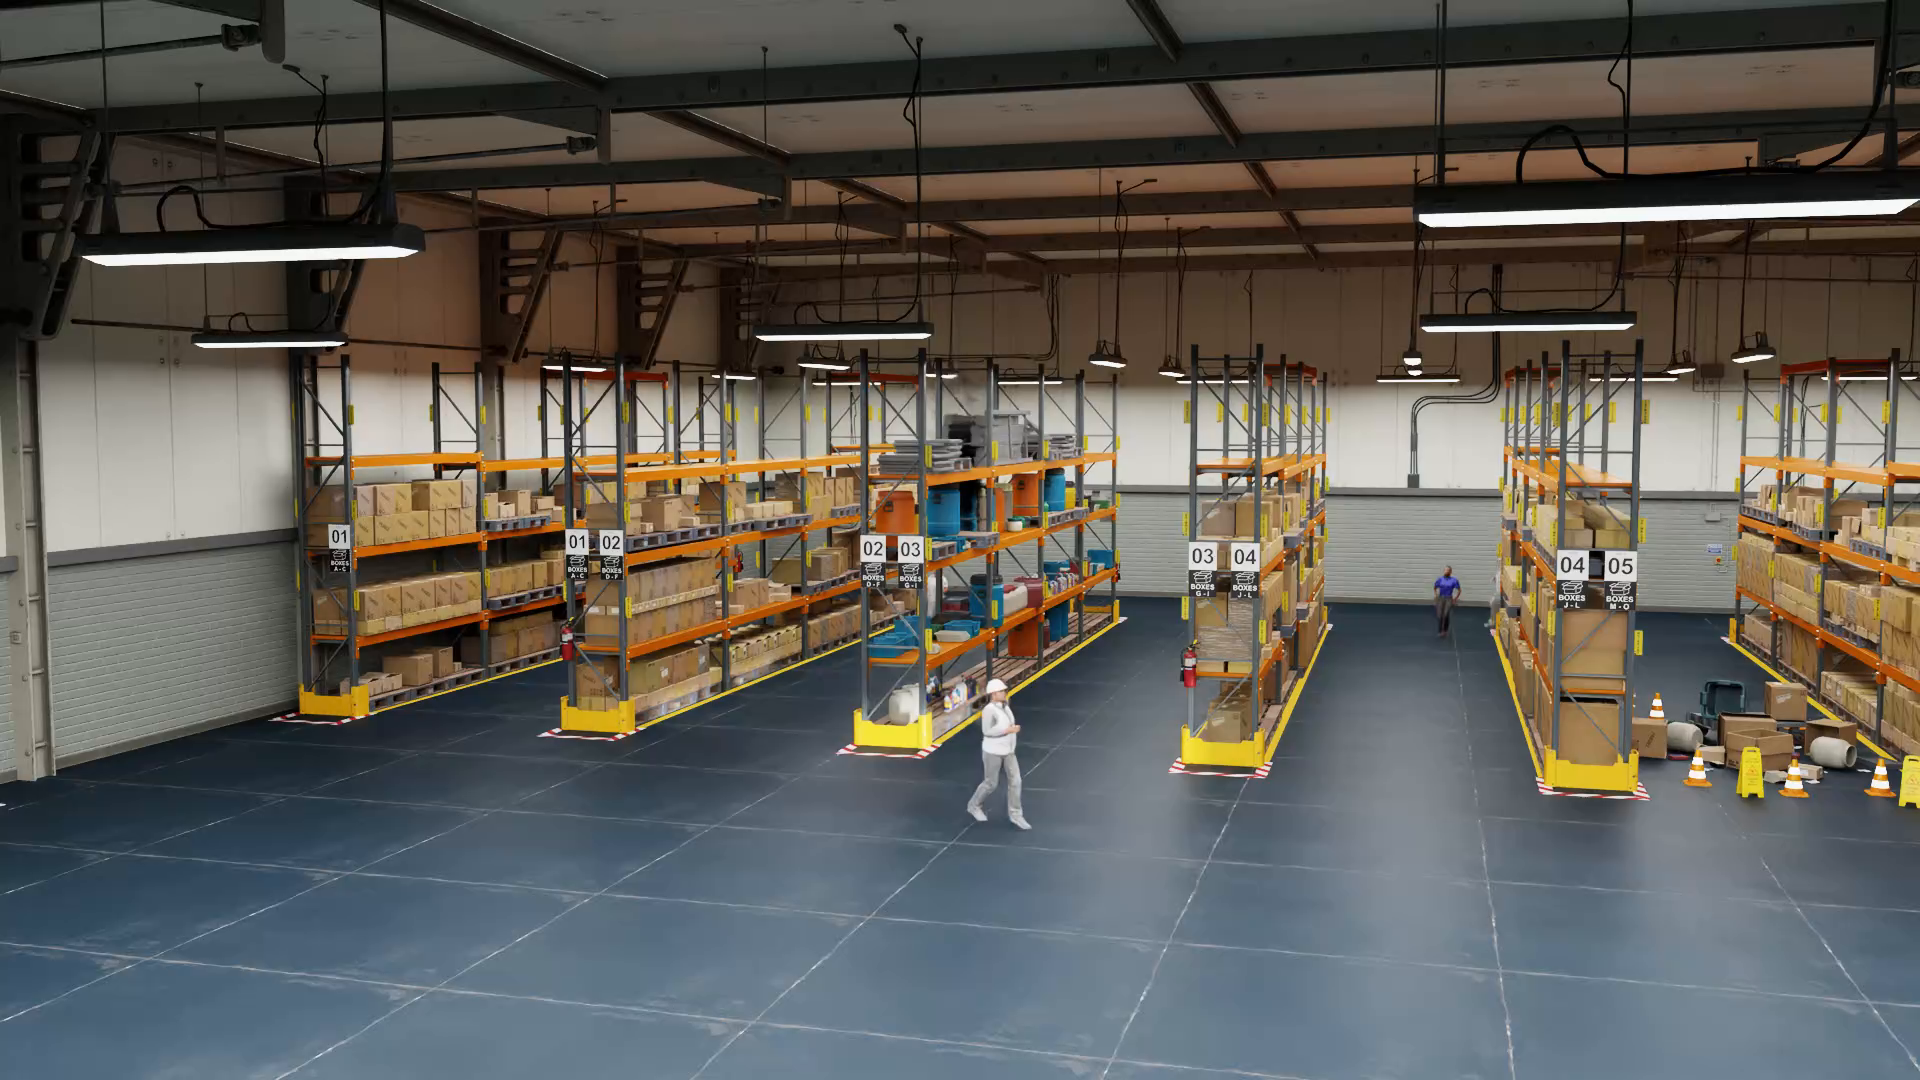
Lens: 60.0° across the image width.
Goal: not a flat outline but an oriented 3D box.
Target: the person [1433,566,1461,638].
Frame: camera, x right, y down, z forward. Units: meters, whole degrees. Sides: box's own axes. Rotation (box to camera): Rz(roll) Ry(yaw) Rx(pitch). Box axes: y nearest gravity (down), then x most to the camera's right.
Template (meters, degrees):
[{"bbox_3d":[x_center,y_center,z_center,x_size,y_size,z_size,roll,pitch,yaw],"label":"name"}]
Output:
[{"bbox_3d":[10.886,1.396,37.306,0.600,1.626,0.512,2,5,30],"label":"person"}]

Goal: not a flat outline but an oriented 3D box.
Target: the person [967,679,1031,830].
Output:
[{"bbox_3d":[0.462,2.589,20.179,0.836,1.812,0.647,3,5,36],"label":"person"}]

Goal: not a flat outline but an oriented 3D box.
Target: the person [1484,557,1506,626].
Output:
[{"bbox_3d":[12.818,1.208,39.164,0.915,1.760,0.791,2,5,21],"label":"person"}]

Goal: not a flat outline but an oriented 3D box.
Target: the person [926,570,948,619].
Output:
[{"bbox_3d":[-0.560,1.374,37.382,0.580,1.645,0.626,0,4,5],"label":"person"}]
